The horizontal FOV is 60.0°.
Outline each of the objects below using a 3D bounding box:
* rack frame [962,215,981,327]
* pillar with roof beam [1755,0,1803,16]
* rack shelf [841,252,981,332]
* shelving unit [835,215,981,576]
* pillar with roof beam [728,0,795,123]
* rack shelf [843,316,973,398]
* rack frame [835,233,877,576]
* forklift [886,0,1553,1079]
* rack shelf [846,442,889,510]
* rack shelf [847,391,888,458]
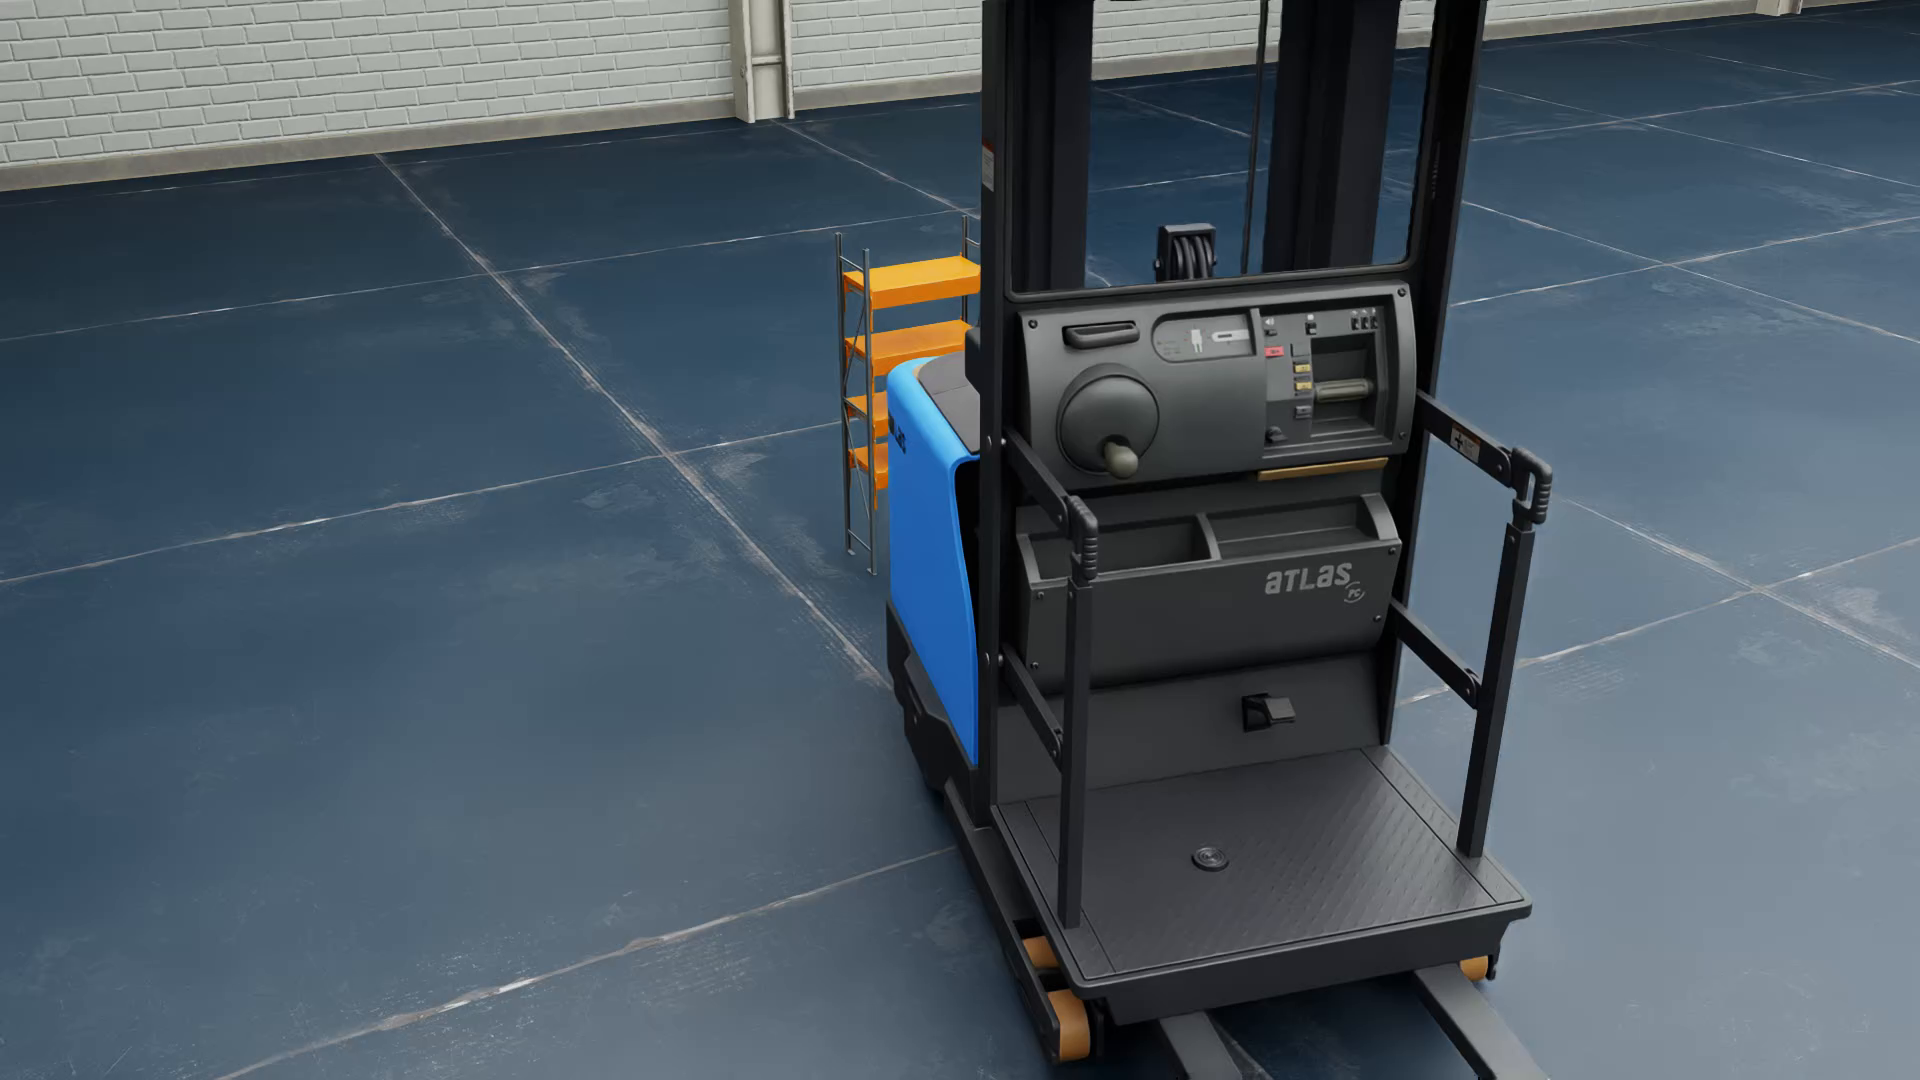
[{"bbox_3d":[0.069,-0.557,6.024,0.015,1.200,0.240,-13,29,-25],"label":"rack frame"},{"bbox_3d":[11.053,-8.237,13.009,0.400,9.000,9.100,-13,29,-25],"label":"pillar with roof beam"},{"bbox_3d":[-0.146,-0.861,5.750,0.480,0.148,0.258,-13,29,-25],"label":"rack shelf"},{"bbox_3d":[-0.146,-0.507,5.920,0.503,1.200,0.258,-13,29,-25],"label":"shelving unit"},{"bbox_3d":[0.464,-5.793,7.919,0.400,9.000,9.100,-13,29,-25],"label":"pillar with roof beam"},{"bbox_3d":[-0.146,-0.648,5.852,0.480,0.148,0.258,-13,29,-25],"label":"rack shelf"},{"bbox_3d":[-0.361,-0.457,5.817,0.015,1.200,0.240,-13,29,-25],"label":"rack frame"},{"bbox_3d":[0.646,-0.322,3.535,1.130,2.935,3.031,-7,26,-14],"label":"forklift"},{"bbox_3d":[-0.146,-0.268,6.035,0.480,0.148,0.258,-13,29,-25],"label":"rack shelf"},{"bbox_3d":[-0.146,-0.447,5.949,0.480,0.148,0.258,-13,29,-25],"label":"rack shelf"}]
